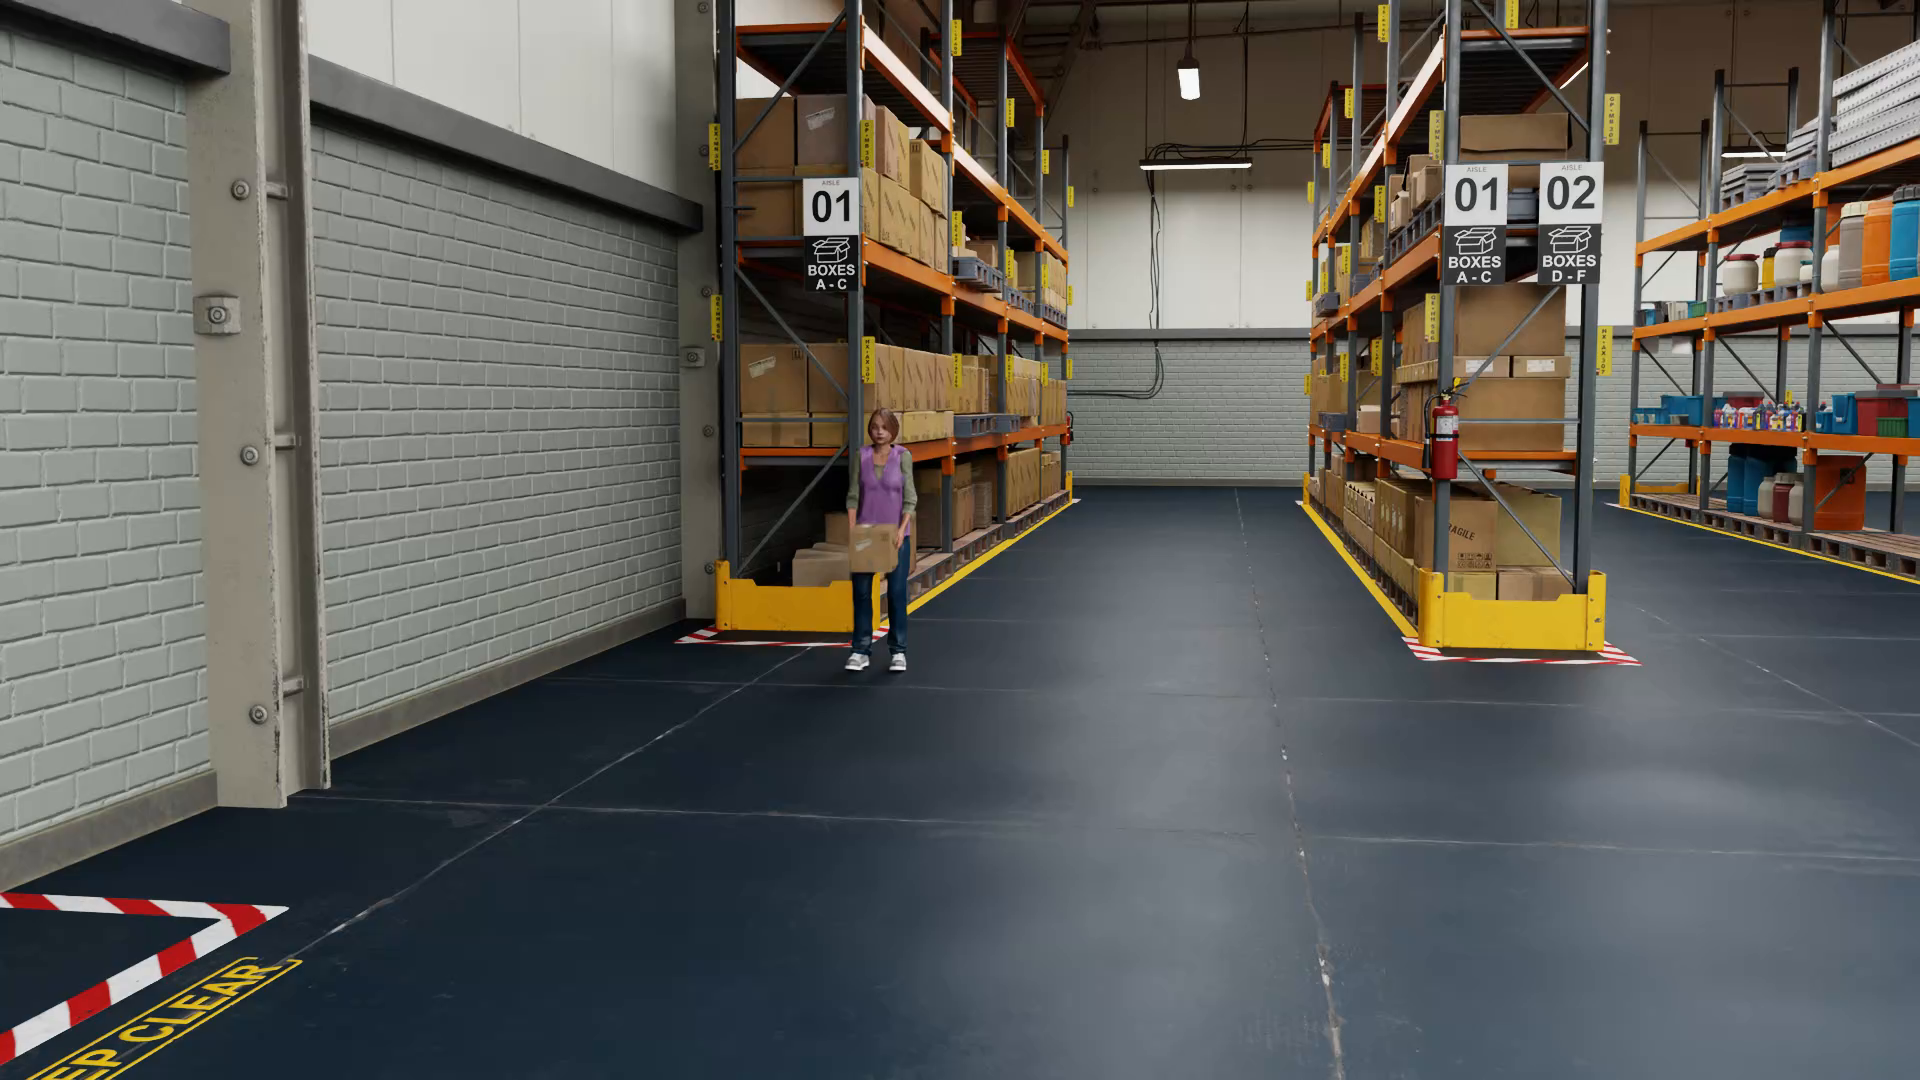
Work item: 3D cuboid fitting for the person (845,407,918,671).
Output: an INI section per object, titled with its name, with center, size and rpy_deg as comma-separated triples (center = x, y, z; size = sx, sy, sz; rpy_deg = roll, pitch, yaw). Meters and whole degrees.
[person]
center = -0.483, -0.005, 10.126
size = 0.444, 1.603, 0.398
rpy_deg = 1, 5, 8
